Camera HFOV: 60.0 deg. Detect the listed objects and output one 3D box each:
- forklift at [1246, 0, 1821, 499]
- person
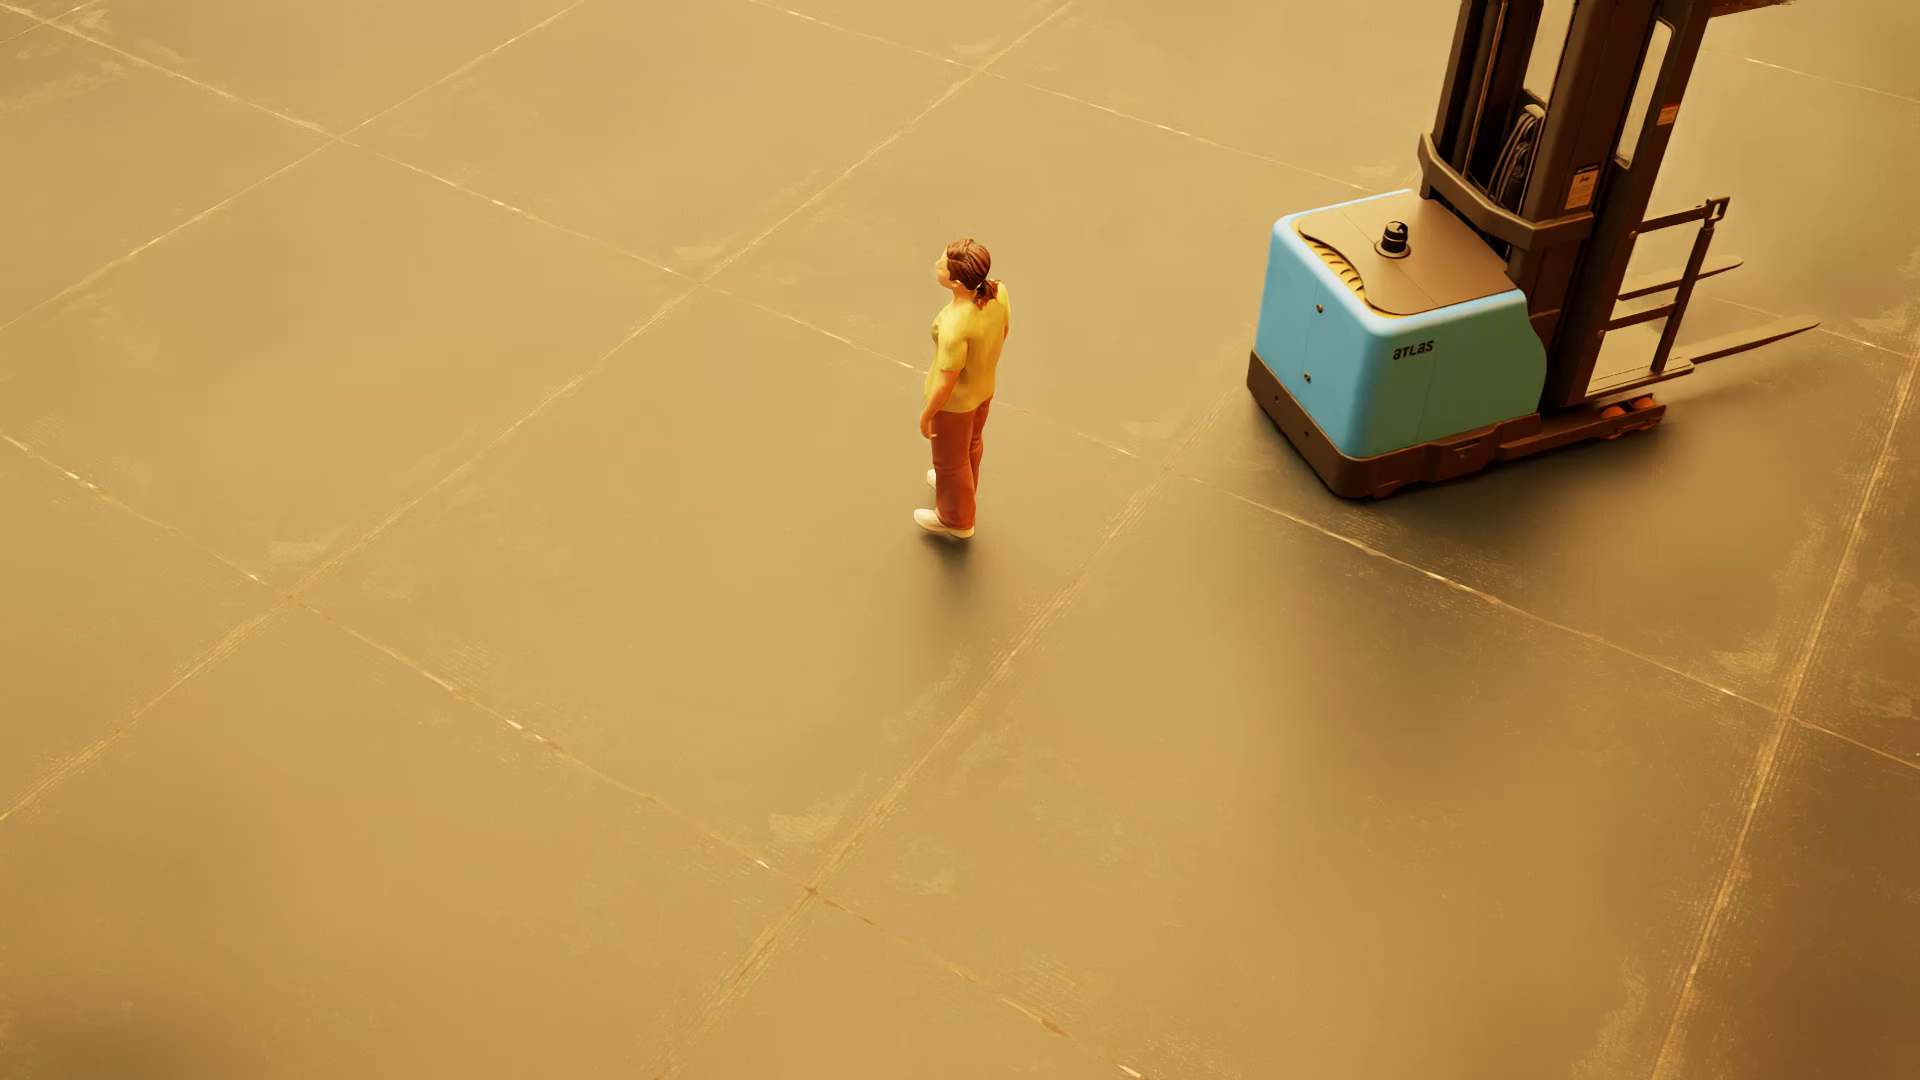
[{"bbox_3d":[3.074,-1.906,7.859,3.031,2.935,1.130,-15,45,-15],"label":"forklift"},{"bbox_3d":[-0.056,-0.677,7.406,0.547,1.673,0.553,24,48,23],"label":"person"}]
